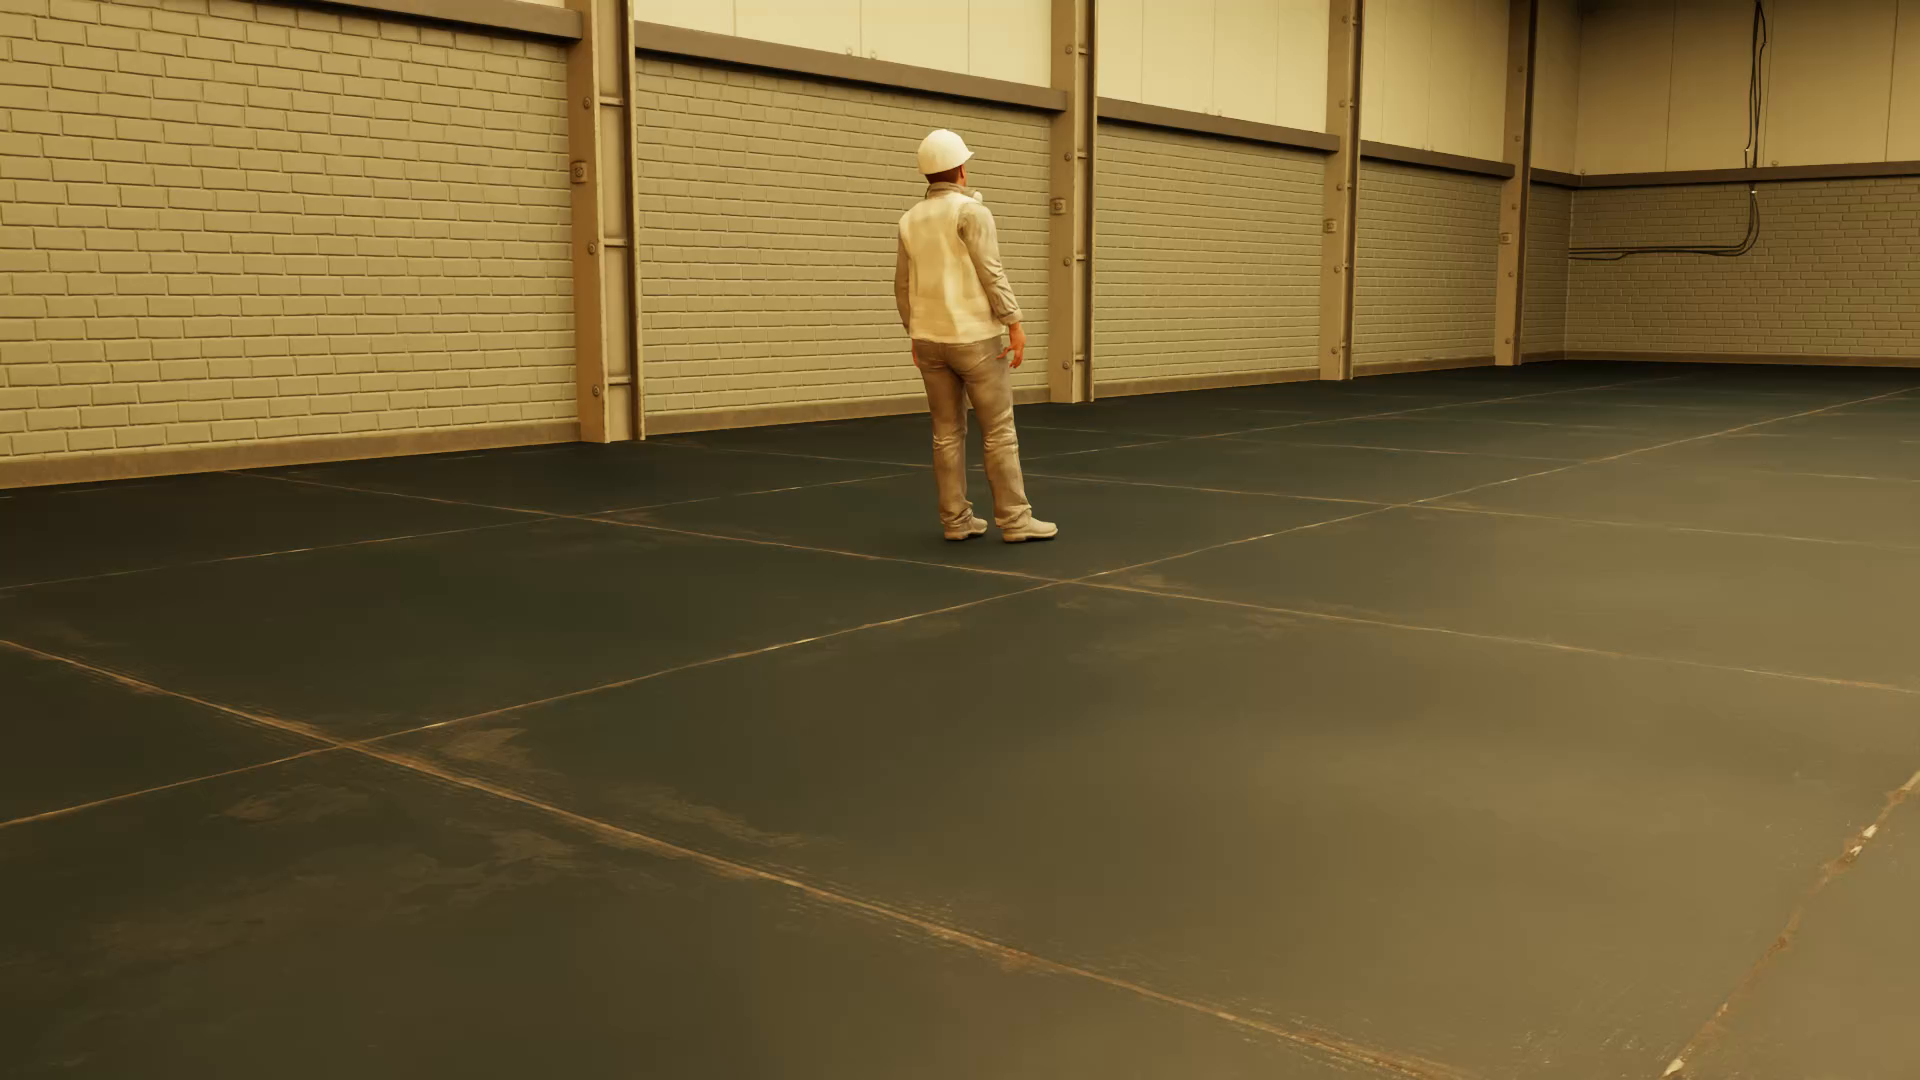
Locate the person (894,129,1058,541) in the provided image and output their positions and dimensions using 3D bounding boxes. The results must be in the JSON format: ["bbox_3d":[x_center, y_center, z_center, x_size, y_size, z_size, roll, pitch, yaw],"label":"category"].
[{"bbox_3d":[0.047,-0.892,7.320,0.632,1.773,0.564,7,11,38],"label":"person"}]
